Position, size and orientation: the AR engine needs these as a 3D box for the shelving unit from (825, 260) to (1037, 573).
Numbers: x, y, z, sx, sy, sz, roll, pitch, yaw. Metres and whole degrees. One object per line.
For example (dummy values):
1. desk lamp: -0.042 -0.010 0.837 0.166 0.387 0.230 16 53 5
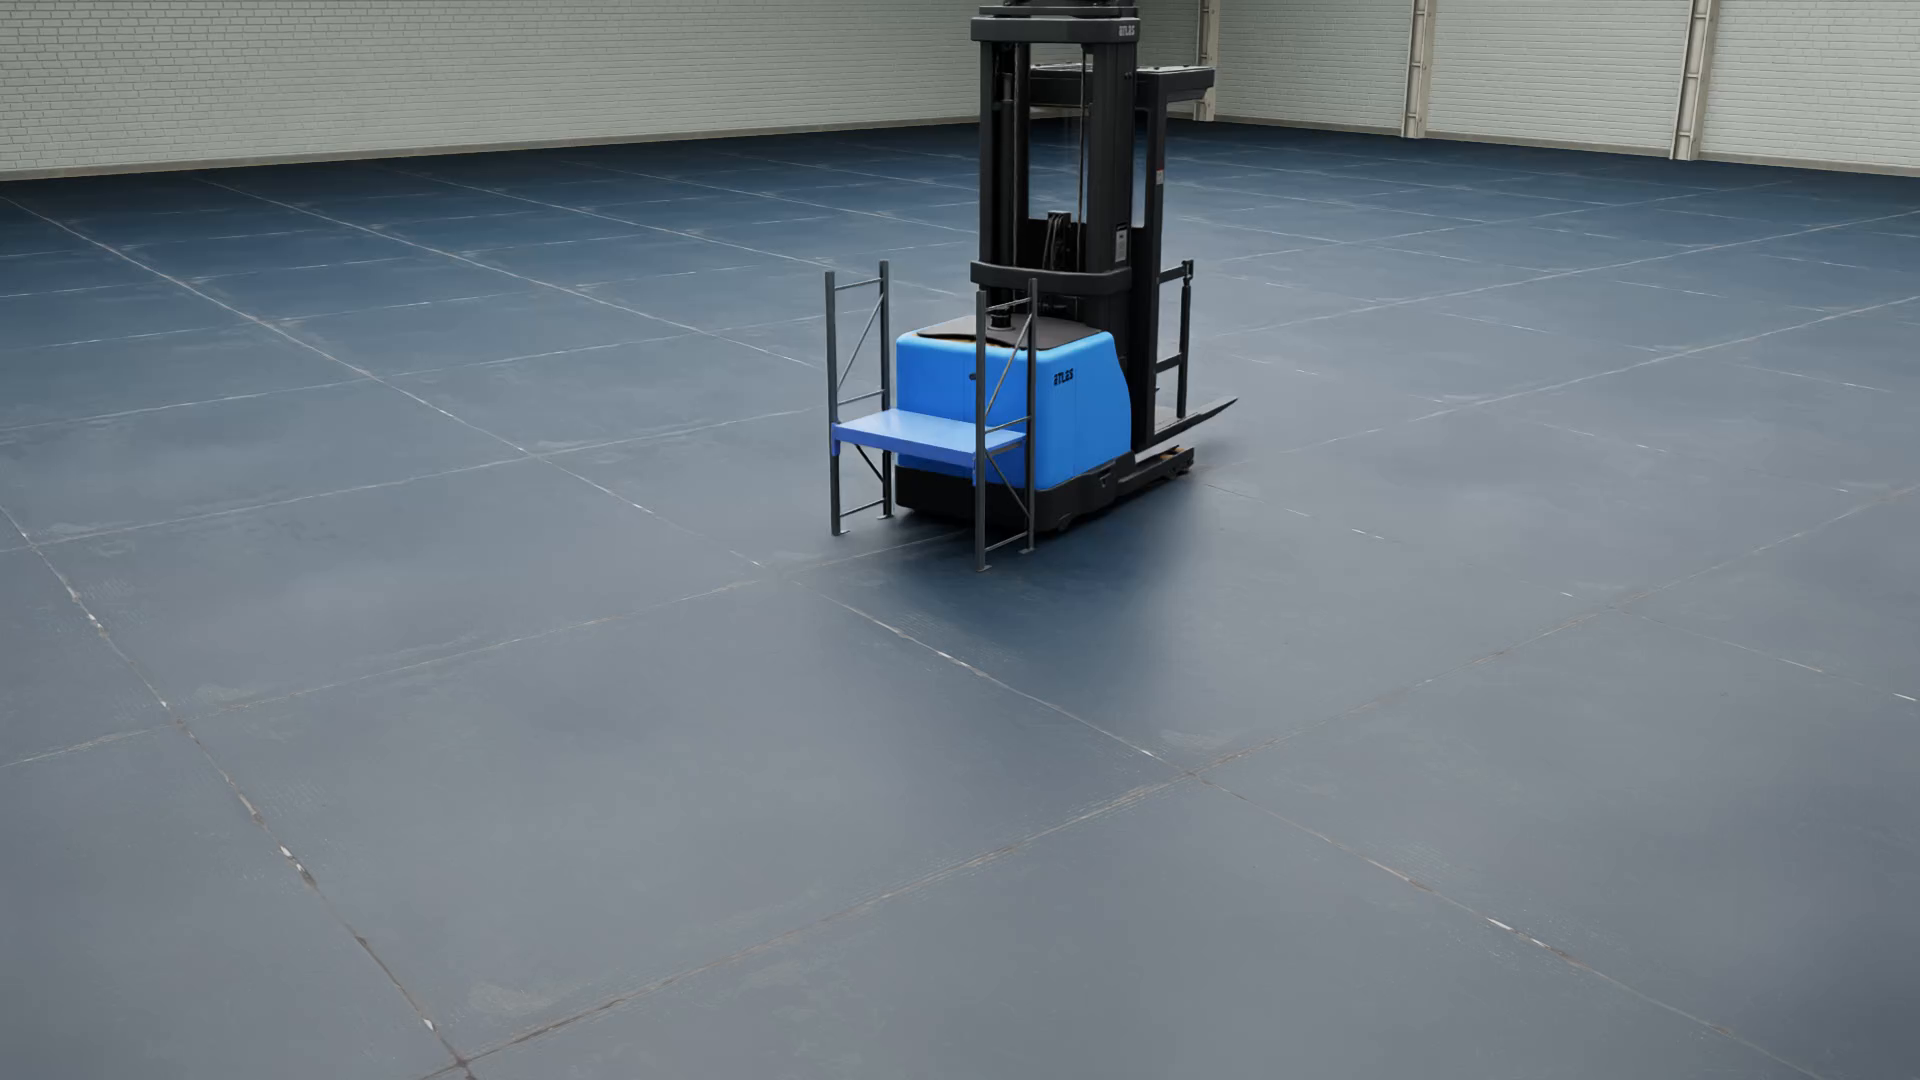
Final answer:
1. shelving unit: -0.161 -0.699 9.087 1.048 1.500 0.538 13 23 35

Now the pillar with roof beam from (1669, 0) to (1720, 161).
1. pillar with roof beam: 9.834 -10.378 26.388 9.100 9.000 0.400 -14 23 -36

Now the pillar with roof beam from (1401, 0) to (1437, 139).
1. pillar with roof beam: 6.108 -11.856 30.853 9.100 9.000 0.400 -14 23 -36

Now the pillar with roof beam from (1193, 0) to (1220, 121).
1. pillar with roof beam: 2.383 -13.335 35.318 9.100 9.000 0.400 -14 23 -36

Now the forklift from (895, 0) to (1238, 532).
1. forklift: 0.846 -1.842 10.263 1.130 2.935 3.031 12 22 31

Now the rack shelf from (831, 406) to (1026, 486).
1. rack shelf: -0.161 -0.528 9.144 1.000 0.185 0.538 13 23 35

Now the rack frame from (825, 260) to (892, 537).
1. rack frame: -0.565 -0.796 9.379 0.032 1.500 0.500 13 23 35

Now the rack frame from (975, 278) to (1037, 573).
1. rack frame: 0.244 -0.602 8.795 0.032 1.500 0.500 13 23 35
